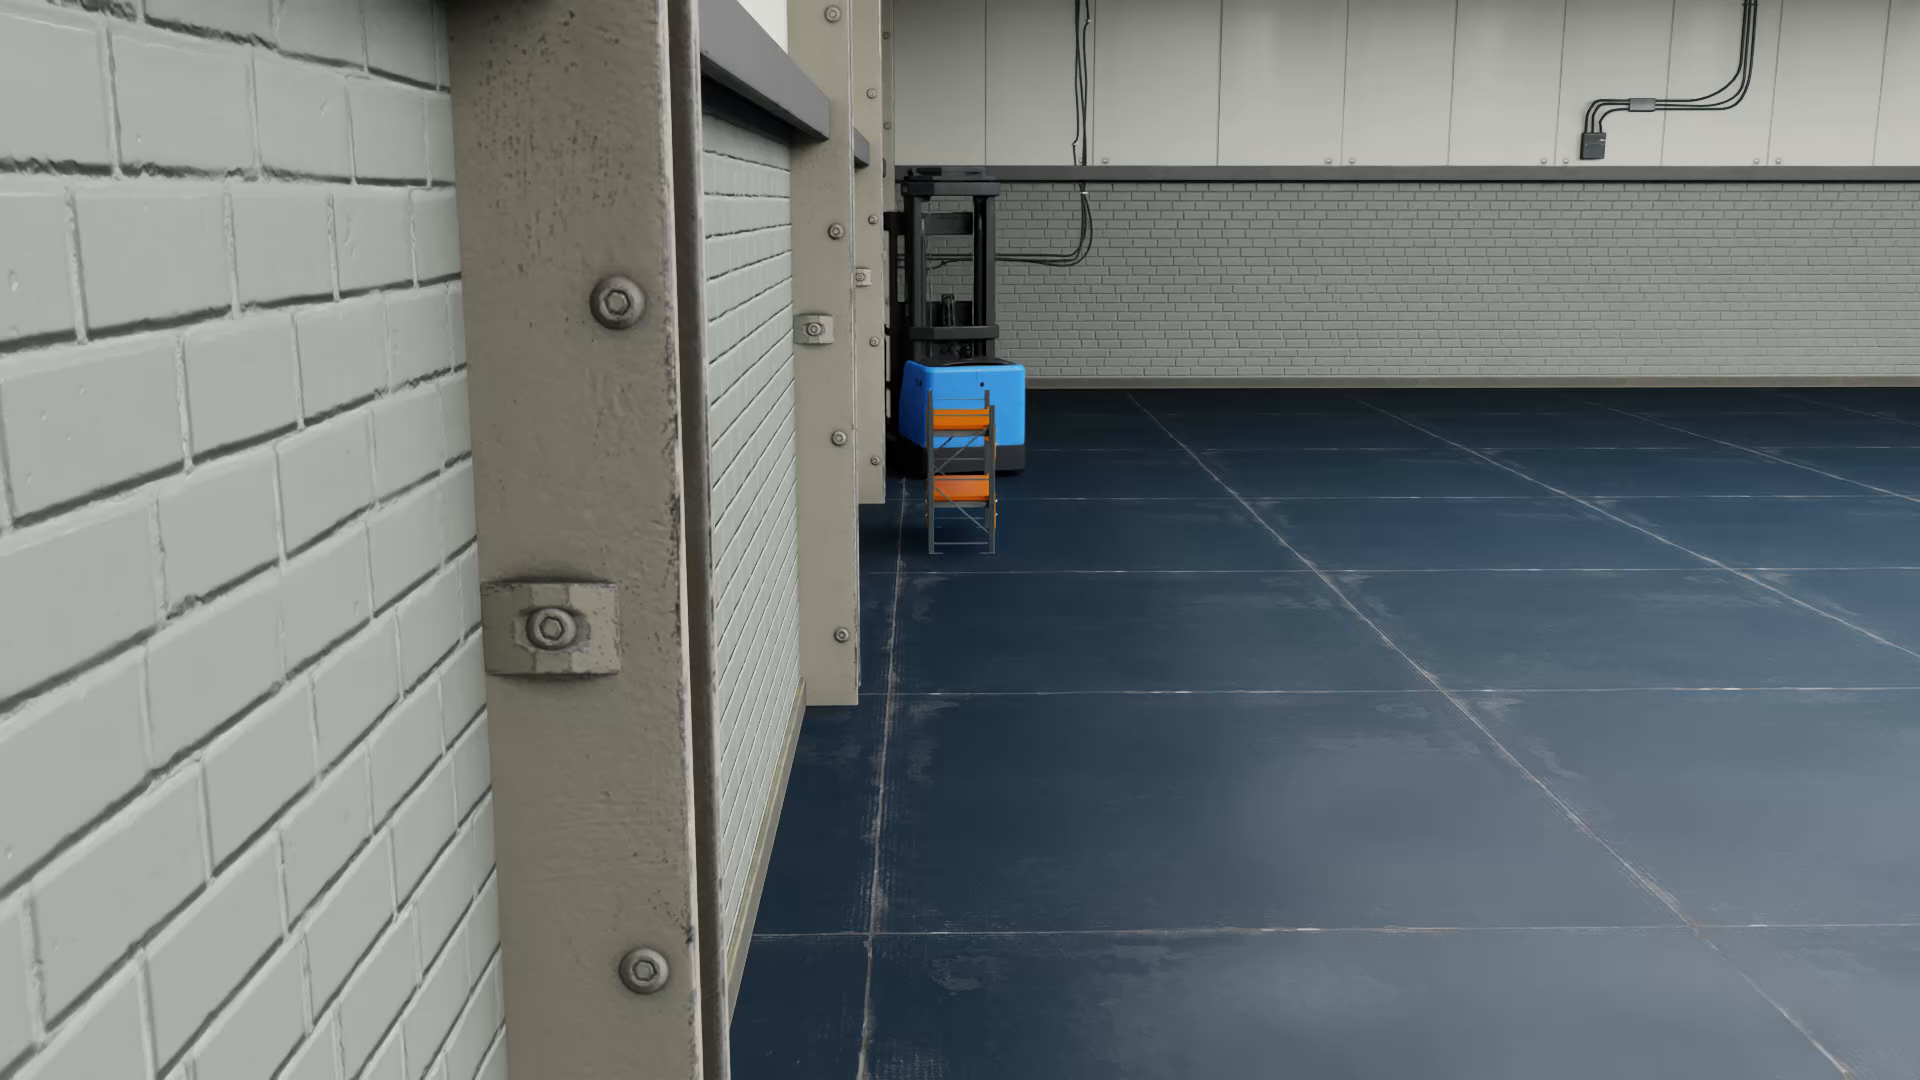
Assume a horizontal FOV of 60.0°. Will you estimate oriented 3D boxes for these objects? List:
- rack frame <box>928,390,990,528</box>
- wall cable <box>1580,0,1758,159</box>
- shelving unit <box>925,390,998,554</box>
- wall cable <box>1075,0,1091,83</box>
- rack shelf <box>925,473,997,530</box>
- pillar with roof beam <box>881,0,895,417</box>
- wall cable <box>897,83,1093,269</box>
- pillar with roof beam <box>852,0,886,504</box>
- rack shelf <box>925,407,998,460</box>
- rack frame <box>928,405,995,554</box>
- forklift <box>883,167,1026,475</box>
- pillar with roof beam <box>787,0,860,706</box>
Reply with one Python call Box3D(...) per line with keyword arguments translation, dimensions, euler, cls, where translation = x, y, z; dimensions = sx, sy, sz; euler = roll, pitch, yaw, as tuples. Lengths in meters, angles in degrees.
Box3D(translation=(-0.010, -0.651, 13.439), dimensions=(0.500, 1.125, 0.032), euler=(0, 11, -1), cls="rack frame")
Box3D(translation=(9.806, -8.257, 22.574), dimensions=(2.305, 6.003, 0.169), euler=(0, 11, -1), cls="wall cable")
Box3D(translation=(0.000, -0.550, 12.941), dimensions=(0.538, 1.125, 1.048), euler=(0, 11, -1), cls="shelving unit")
Box3D(translation=(3.019, -7.519, 22.597), dimensions=(3.097, 2.526, 0.112), euler=(0, 11, -1), cls="wall cable")
Box3D(translation=(0.000, -0.310, 12.989), dimensions=(0.538, 0.278, 1.000), euler=(0, 11, -1), cls="rack shelf")
Box3D(translation=(3.358, -5.981, 19.909), dimensions=(9.100, 9.000, 0.400), euler=(0, 11, -1), cls="pillar with roof beam")
Box3D(translation=(0.315, -5.033, 23.044), dimensions=(3.097, 2.526, 0.112), euler=(0, 11, -1), cls="wall cable")
Box3D(translation=(3.482, -4.789, 14.030), dimensions=(9.100, 9.000, 0.400), euler=(0, 11, -1), cls="pillar with roof beam")
Box3D(translation=(0.000, -0.837, 12.882), dimensions=(0.538, 0.278, 1.000), euler=(0, 11, -1), cls="rack shelf")
Box3D(translation=(0.011, -0.449, 12.443), dimensions=(0.500, 1.125, 0.032), euler=(0, 11, -1), cls="rack frame")
Box3D(translation=(-0.249, -2.314, 17.095), dimensions=(1.130, 2.935, 3.031), euler=(-3, 12, -15), cls="forklift")
Box3D(translation=(3.606, -3.596, 8.151), dimensions=(9.100, 9.000, 0.400), euler=(0, 11, -1), cls="pillar with roof beam")
